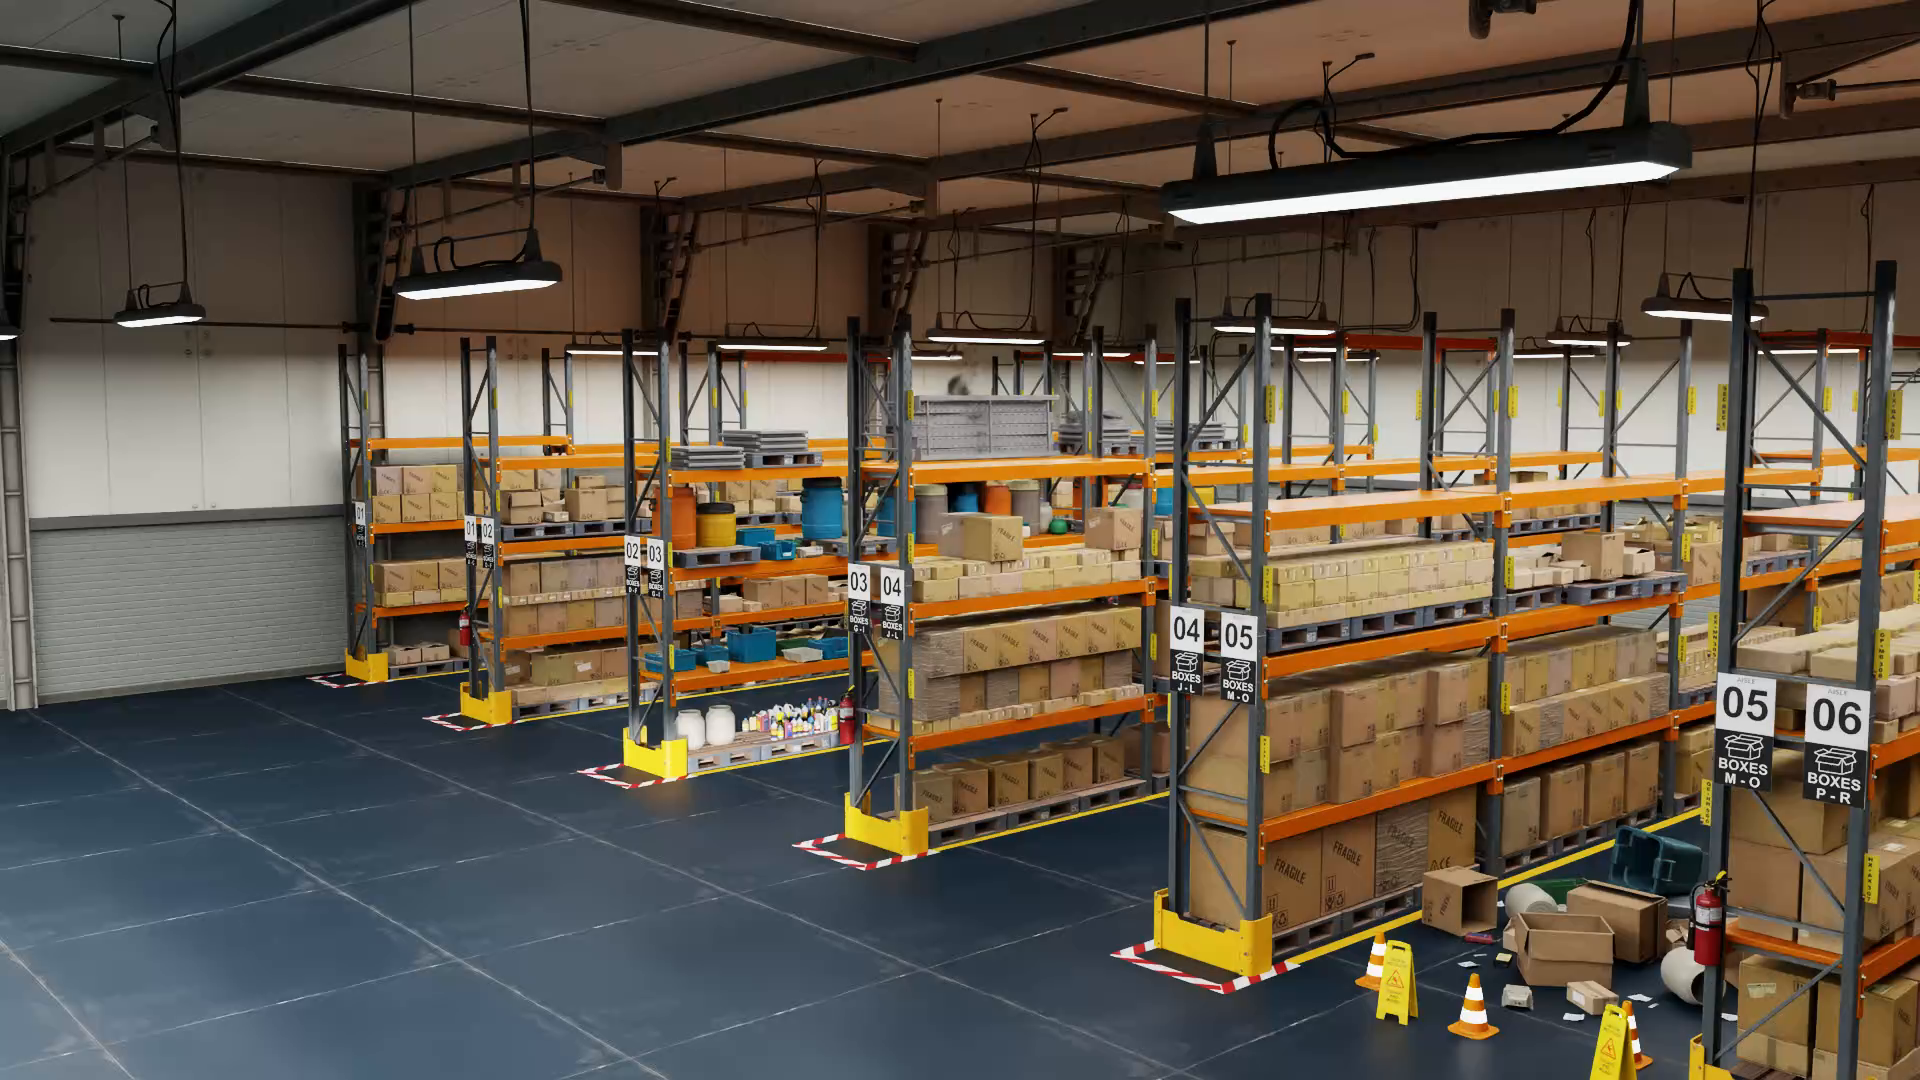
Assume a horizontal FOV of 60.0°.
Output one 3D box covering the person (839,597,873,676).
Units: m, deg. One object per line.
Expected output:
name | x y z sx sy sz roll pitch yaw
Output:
person | -1.775 1.518 27.799 0.690 1.745 0.597 4 6 35
